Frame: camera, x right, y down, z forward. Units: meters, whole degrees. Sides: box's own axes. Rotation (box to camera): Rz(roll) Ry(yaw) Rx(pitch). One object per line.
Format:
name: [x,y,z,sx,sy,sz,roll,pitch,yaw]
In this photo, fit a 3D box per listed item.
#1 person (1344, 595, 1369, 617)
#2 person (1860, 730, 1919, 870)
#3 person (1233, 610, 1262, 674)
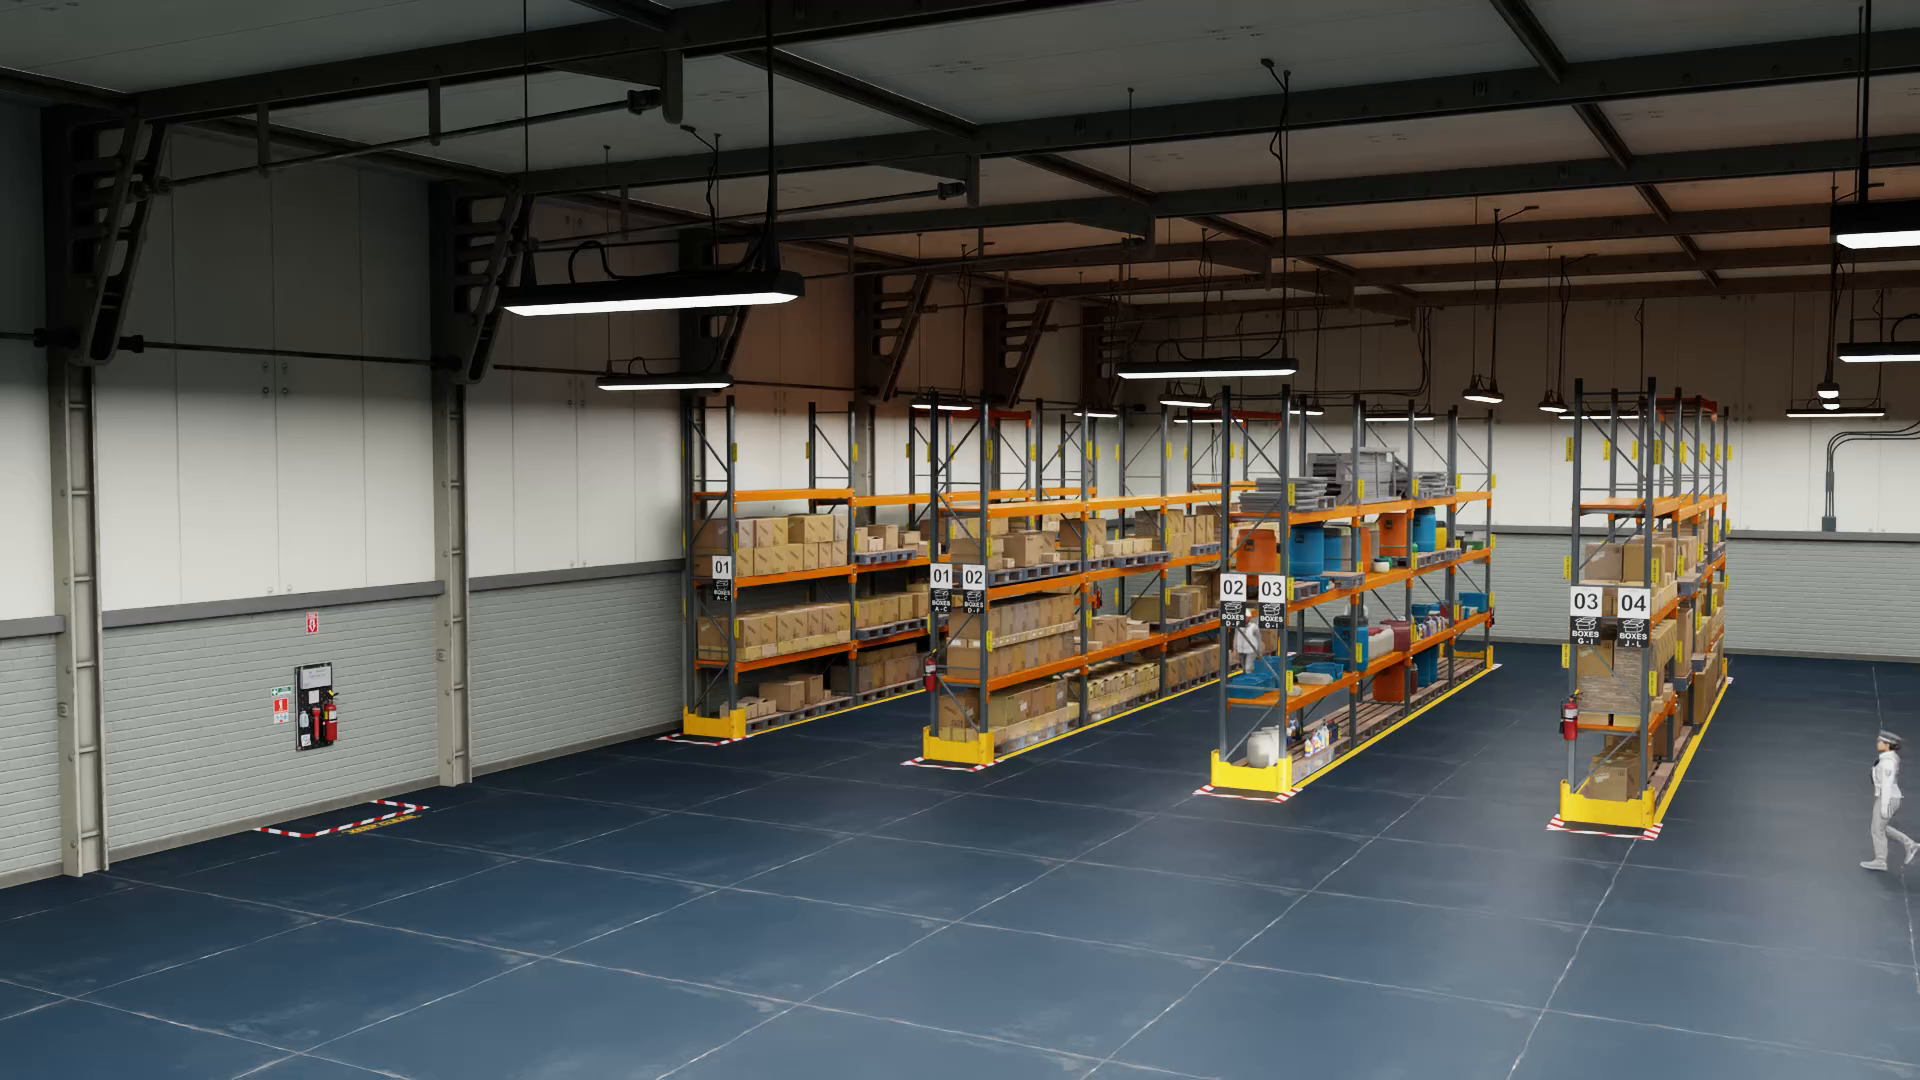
person: [9.757,2.074,40.911,0.582,1.515,0.792,2,4,38]
person: [11.116,3.101,19.831,0.628,1.668,0.488,1,3,26]
person: [5.888,2.301,34.323,0.552,1.733,0.919,3,4,42]
